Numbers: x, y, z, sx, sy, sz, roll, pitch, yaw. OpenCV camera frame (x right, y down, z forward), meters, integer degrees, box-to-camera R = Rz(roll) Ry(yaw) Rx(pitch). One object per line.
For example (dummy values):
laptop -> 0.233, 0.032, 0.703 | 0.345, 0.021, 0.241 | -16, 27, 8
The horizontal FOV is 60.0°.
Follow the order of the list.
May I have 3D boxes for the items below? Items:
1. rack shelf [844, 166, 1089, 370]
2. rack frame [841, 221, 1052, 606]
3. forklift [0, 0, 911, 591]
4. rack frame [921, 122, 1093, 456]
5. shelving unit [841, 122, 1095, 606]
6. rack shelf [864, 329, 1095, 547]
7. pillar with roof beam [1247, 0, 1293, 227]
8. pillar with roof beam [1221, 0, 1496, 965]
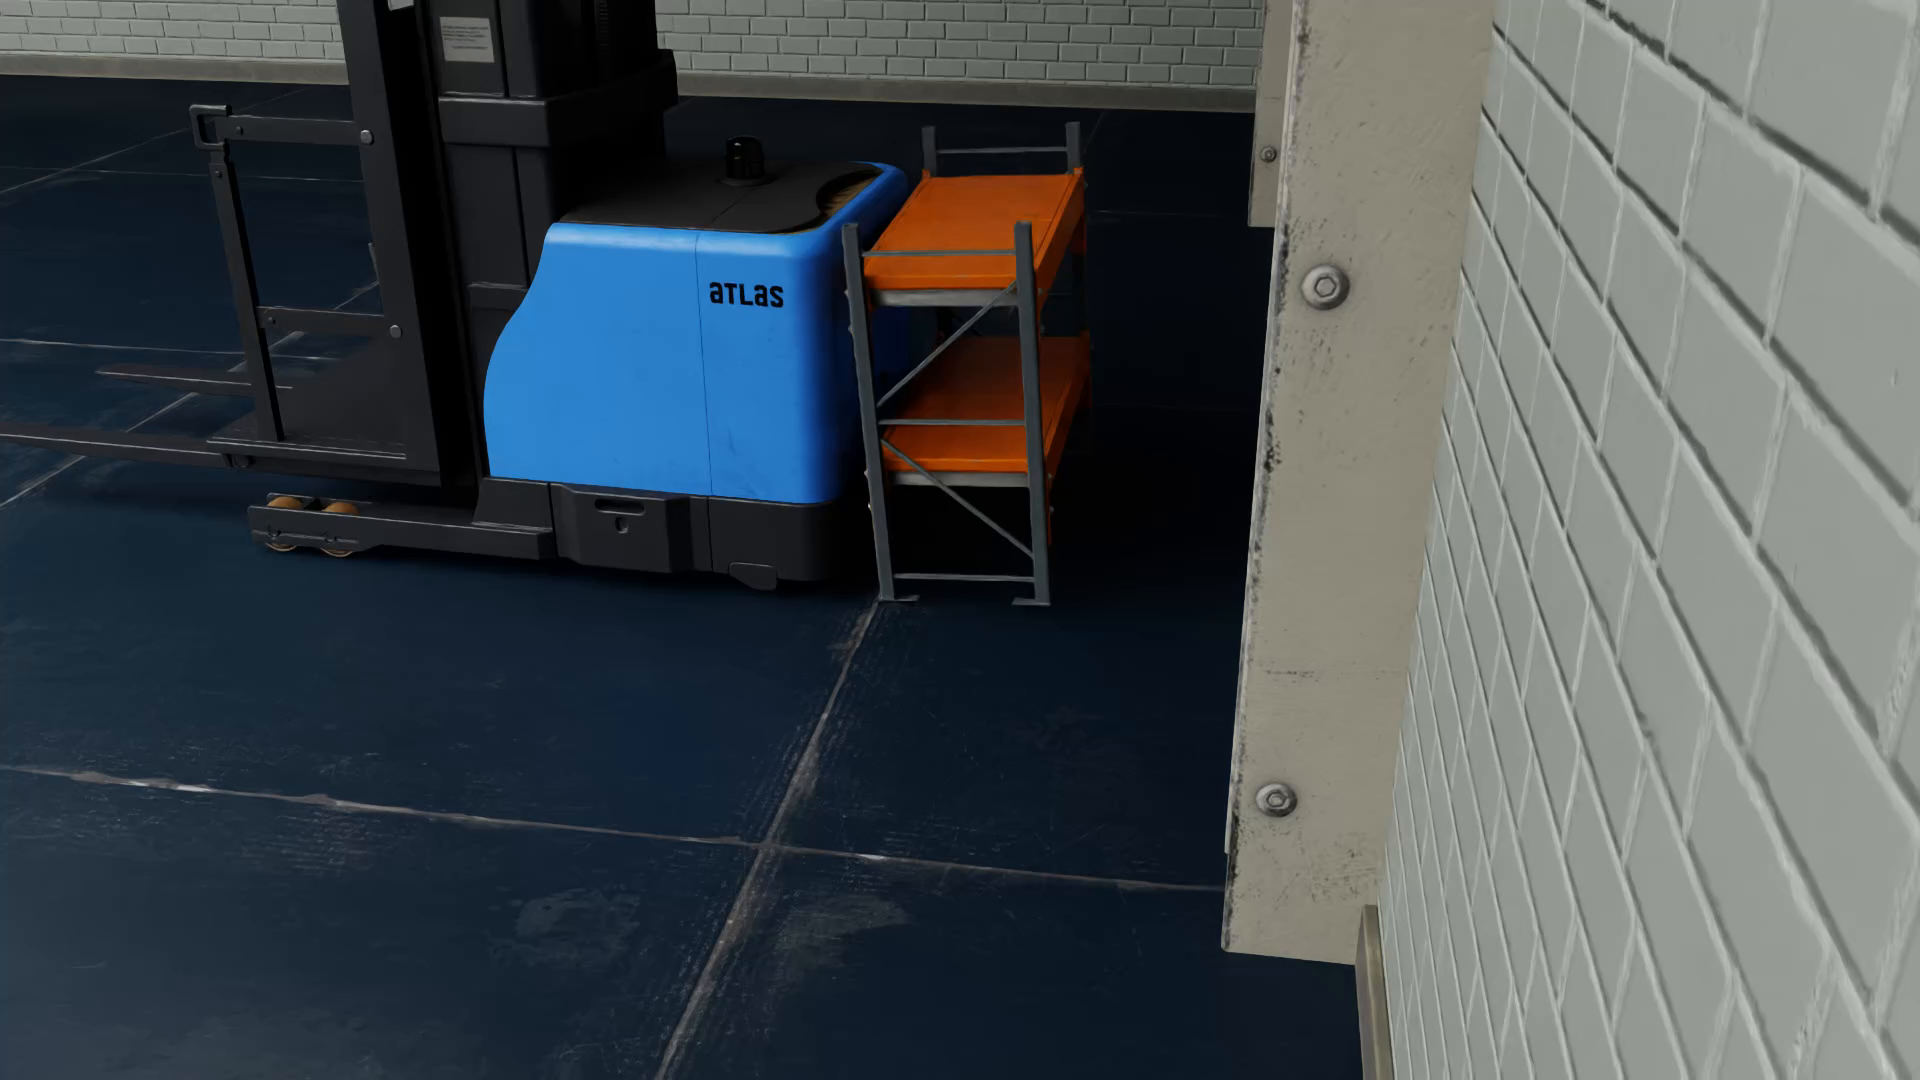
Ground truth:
rack shelf -> 0.051, -0.817, 4.868 | 0.538, 0.278, 1.000 | 1, 28, 11
rack frame -> -0.023, -0.321, 4.564 | 0.500, 1.125, 0.032 | 1, 28, 11
forklift -> -1.722, -1.487, 4.969 | 3.031, 2.935, 1.130 | 5, 26, 11
rack frame -> 0.166, -0.796, 5.442 | 0.500, 1.125, 0.032 | 1, 28, 11
shelving unit -> 0.072, -0.558, 5.003 | 0.538, 1.125, 1.048 | 1, 28, 11
rack shelf -> 0.089, -0.342, 5.116 | 0.538, 0.278, 1.000 | 1, 28, 11
pillar with roof beam -> -2.542, -6.107, 7.682 | 9.100, 9.000, 0.400 | 4, 25, 9
pillar with roof beam -> -3.522, -3.598, 2.321 | 9.100, 9.000, 0.400 | 4, 25, 9
